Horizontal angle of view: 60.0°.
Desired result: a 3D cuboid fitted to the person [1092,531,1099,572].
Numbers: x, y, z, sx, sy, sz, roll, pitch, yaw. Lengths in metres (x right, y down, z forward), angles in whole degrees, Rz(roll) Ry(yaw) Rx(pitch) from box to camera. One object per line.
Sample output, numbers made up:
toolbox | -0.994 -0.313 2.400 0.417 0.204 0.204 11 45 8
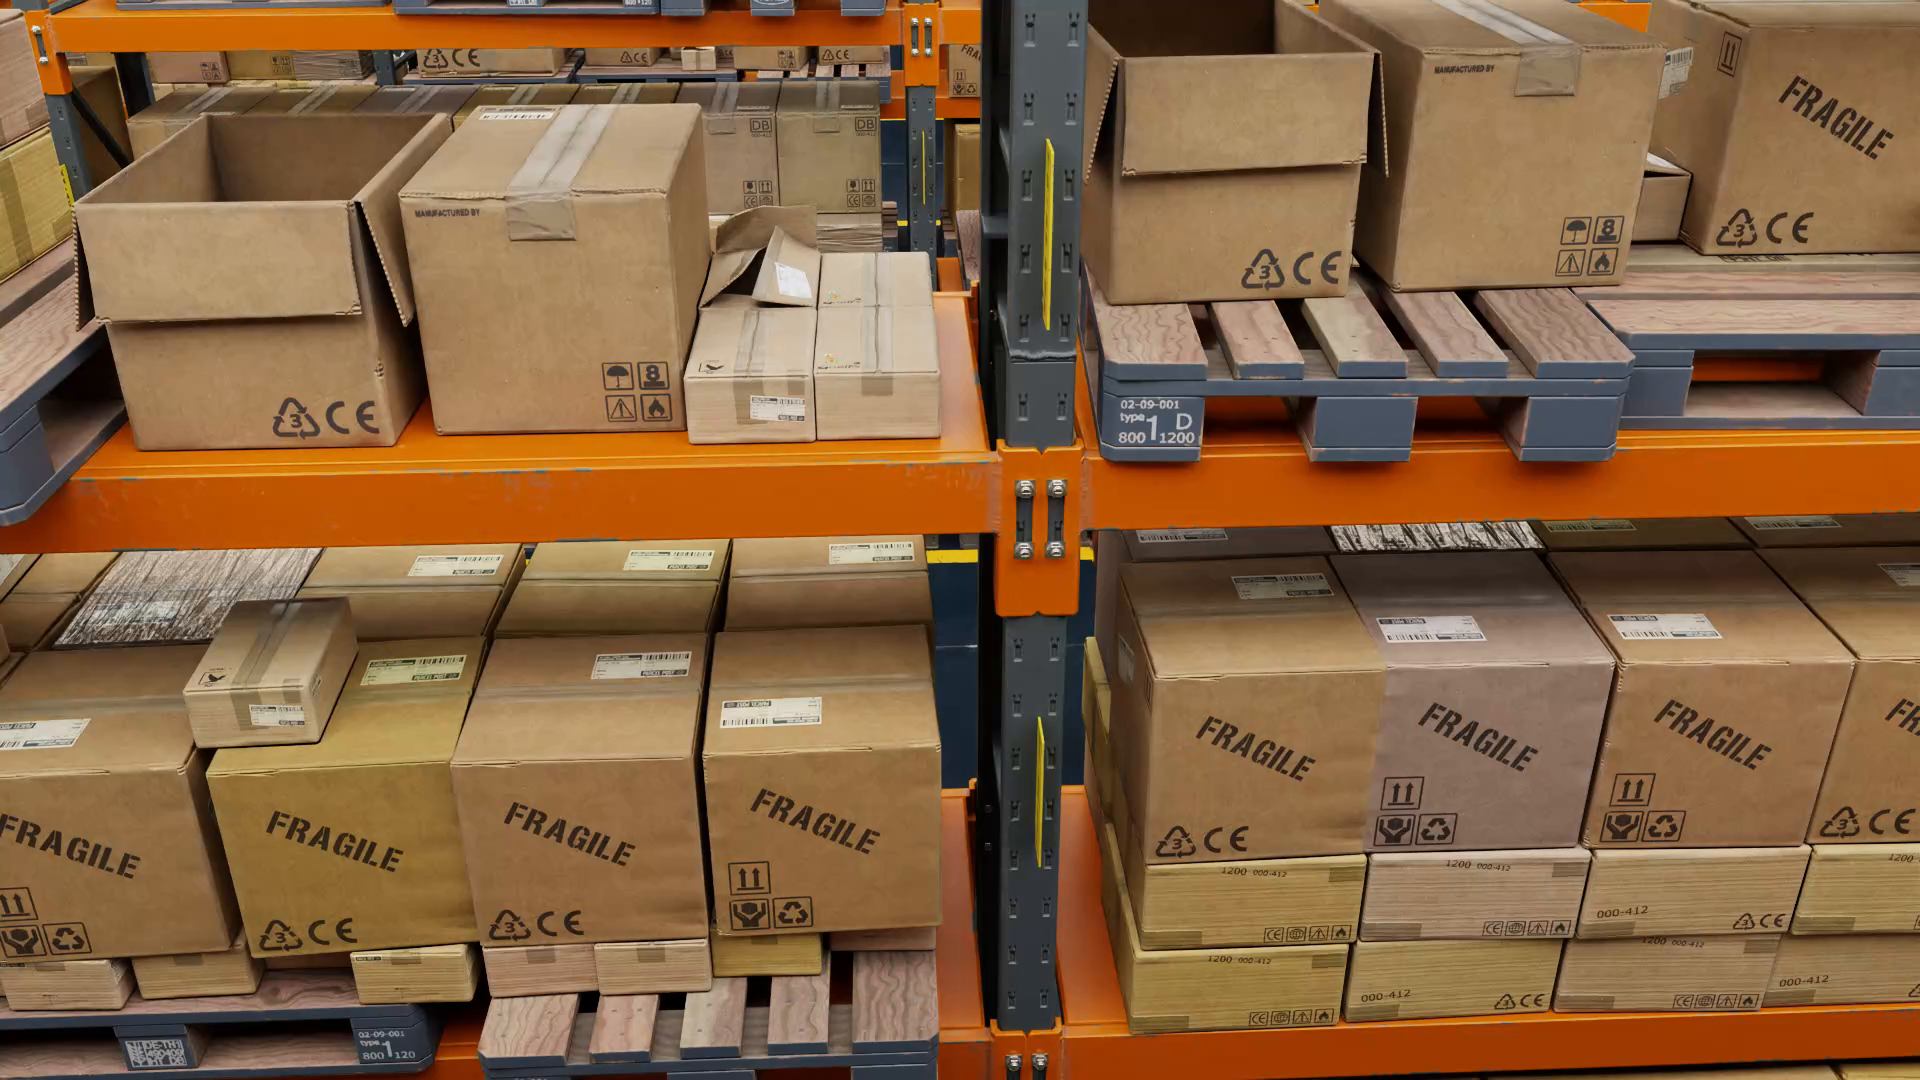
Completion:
person | 0.818 0.174 6.796 0.584 1.732 0.422 -1 27 -1
